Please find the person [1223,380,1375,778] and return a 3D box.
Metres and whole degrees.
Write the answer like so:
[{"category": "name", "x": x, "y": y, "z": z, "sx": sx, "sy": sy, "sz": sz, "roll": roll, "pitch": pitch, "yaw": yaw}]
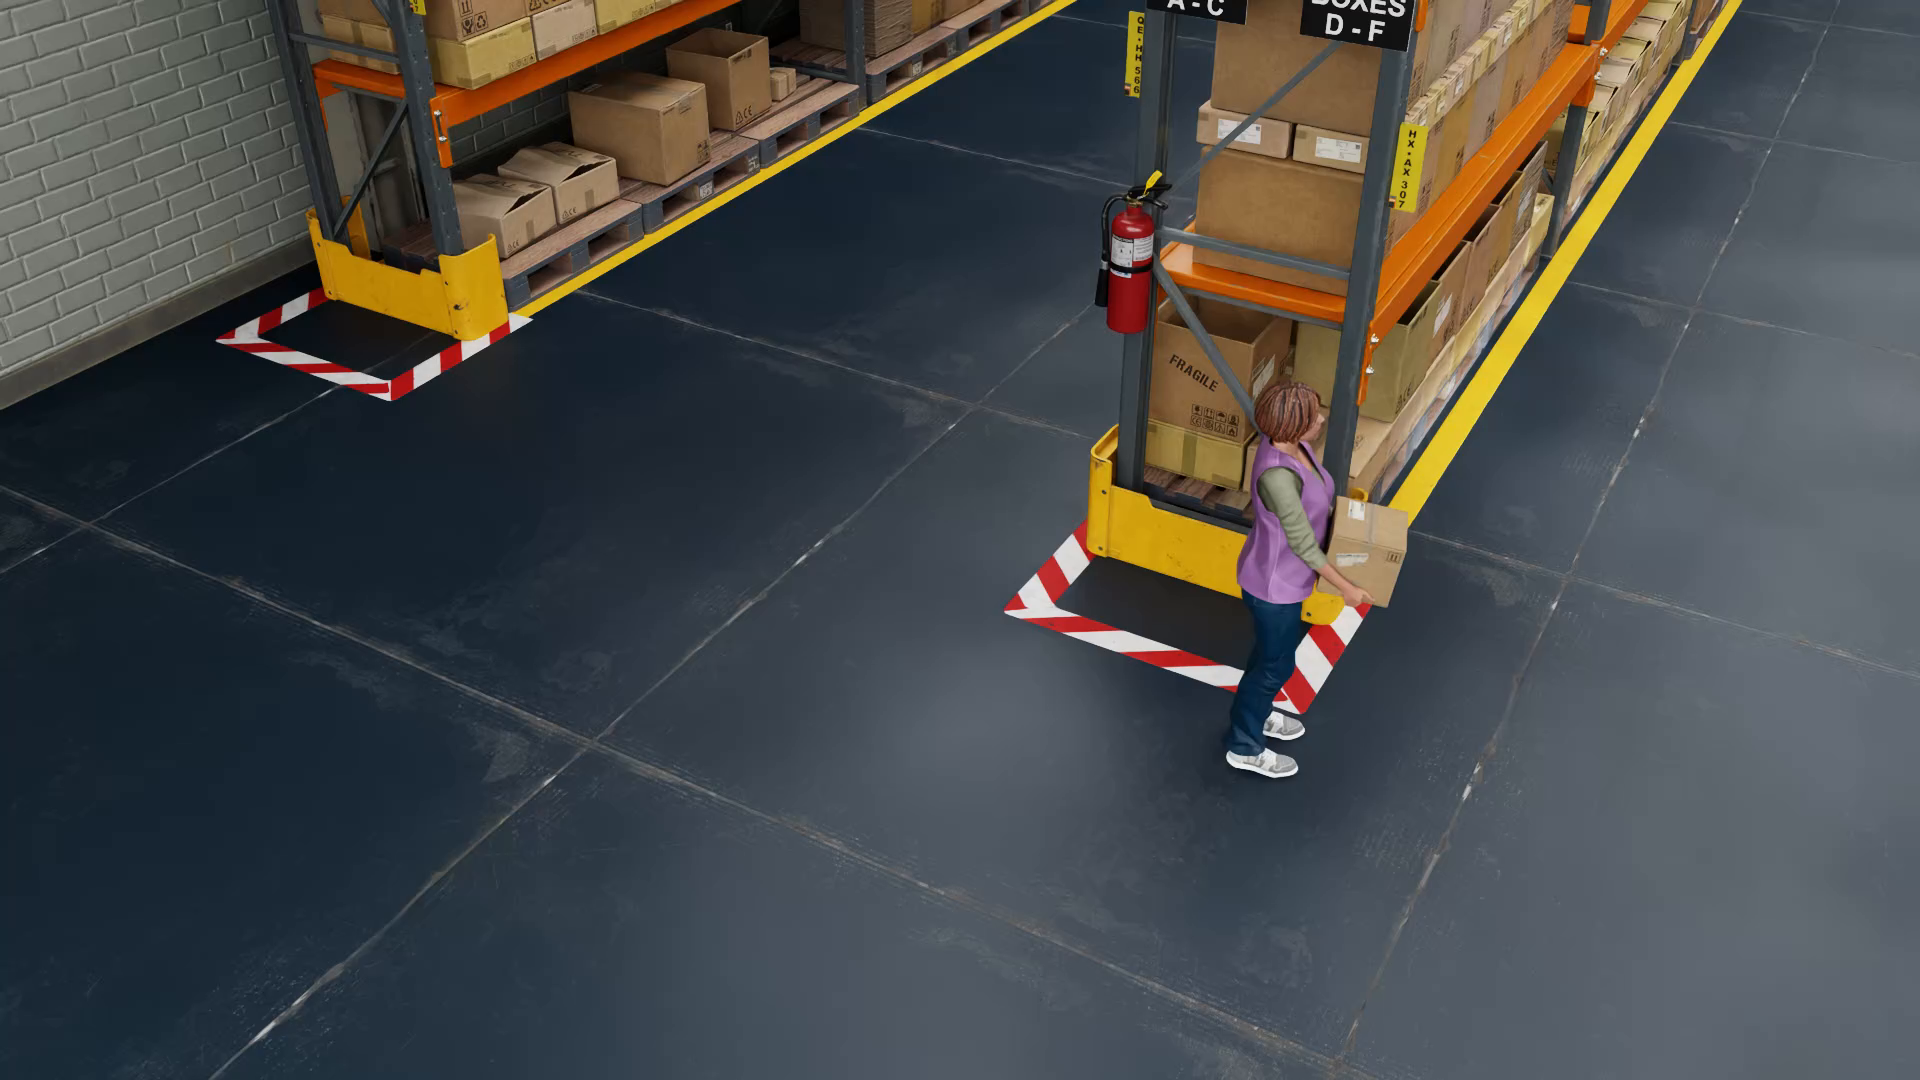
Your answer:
[{"category": "person", "x": 1.227, "y": 0.157, "z": 5.931, "sx": 0.489, "sy": 1.593, "sz": 0.405, "roll": 8, "pitch": 35, "yaw": 11}]
